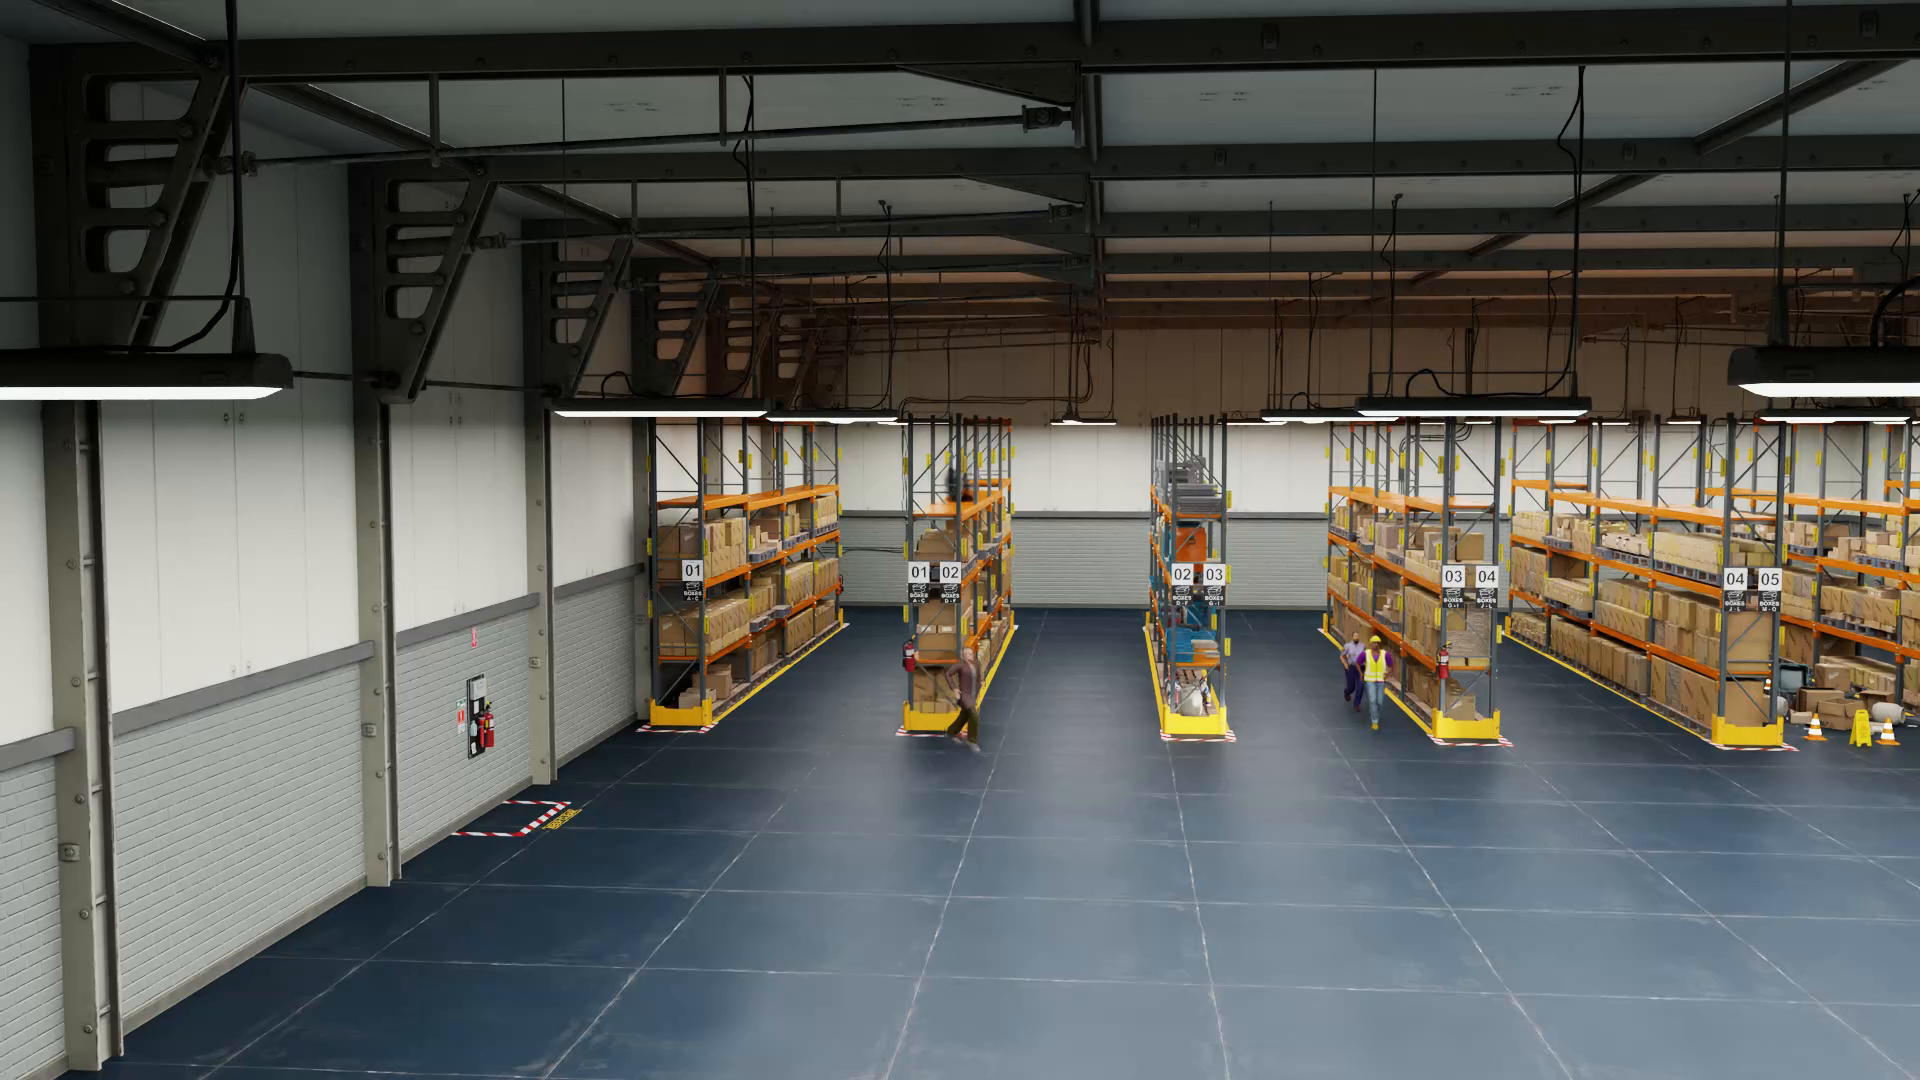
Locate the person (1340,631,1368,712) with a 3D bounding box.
[{"bbox_3d":[8.049,2.656,33.860,0.609,1.608,0.663,0,4,0],"label":"person"}]

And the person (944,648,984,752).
[{"bbox_3d":[0.096,2.840,29.721,0.870,1.839,0.700,3,5,34],"label":"person"}]

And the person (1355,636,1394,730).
[{"bbox_3d":[7.944,2.705,31.835,0.708,1.762,0.857,0,4,6],"label":"person"}]
